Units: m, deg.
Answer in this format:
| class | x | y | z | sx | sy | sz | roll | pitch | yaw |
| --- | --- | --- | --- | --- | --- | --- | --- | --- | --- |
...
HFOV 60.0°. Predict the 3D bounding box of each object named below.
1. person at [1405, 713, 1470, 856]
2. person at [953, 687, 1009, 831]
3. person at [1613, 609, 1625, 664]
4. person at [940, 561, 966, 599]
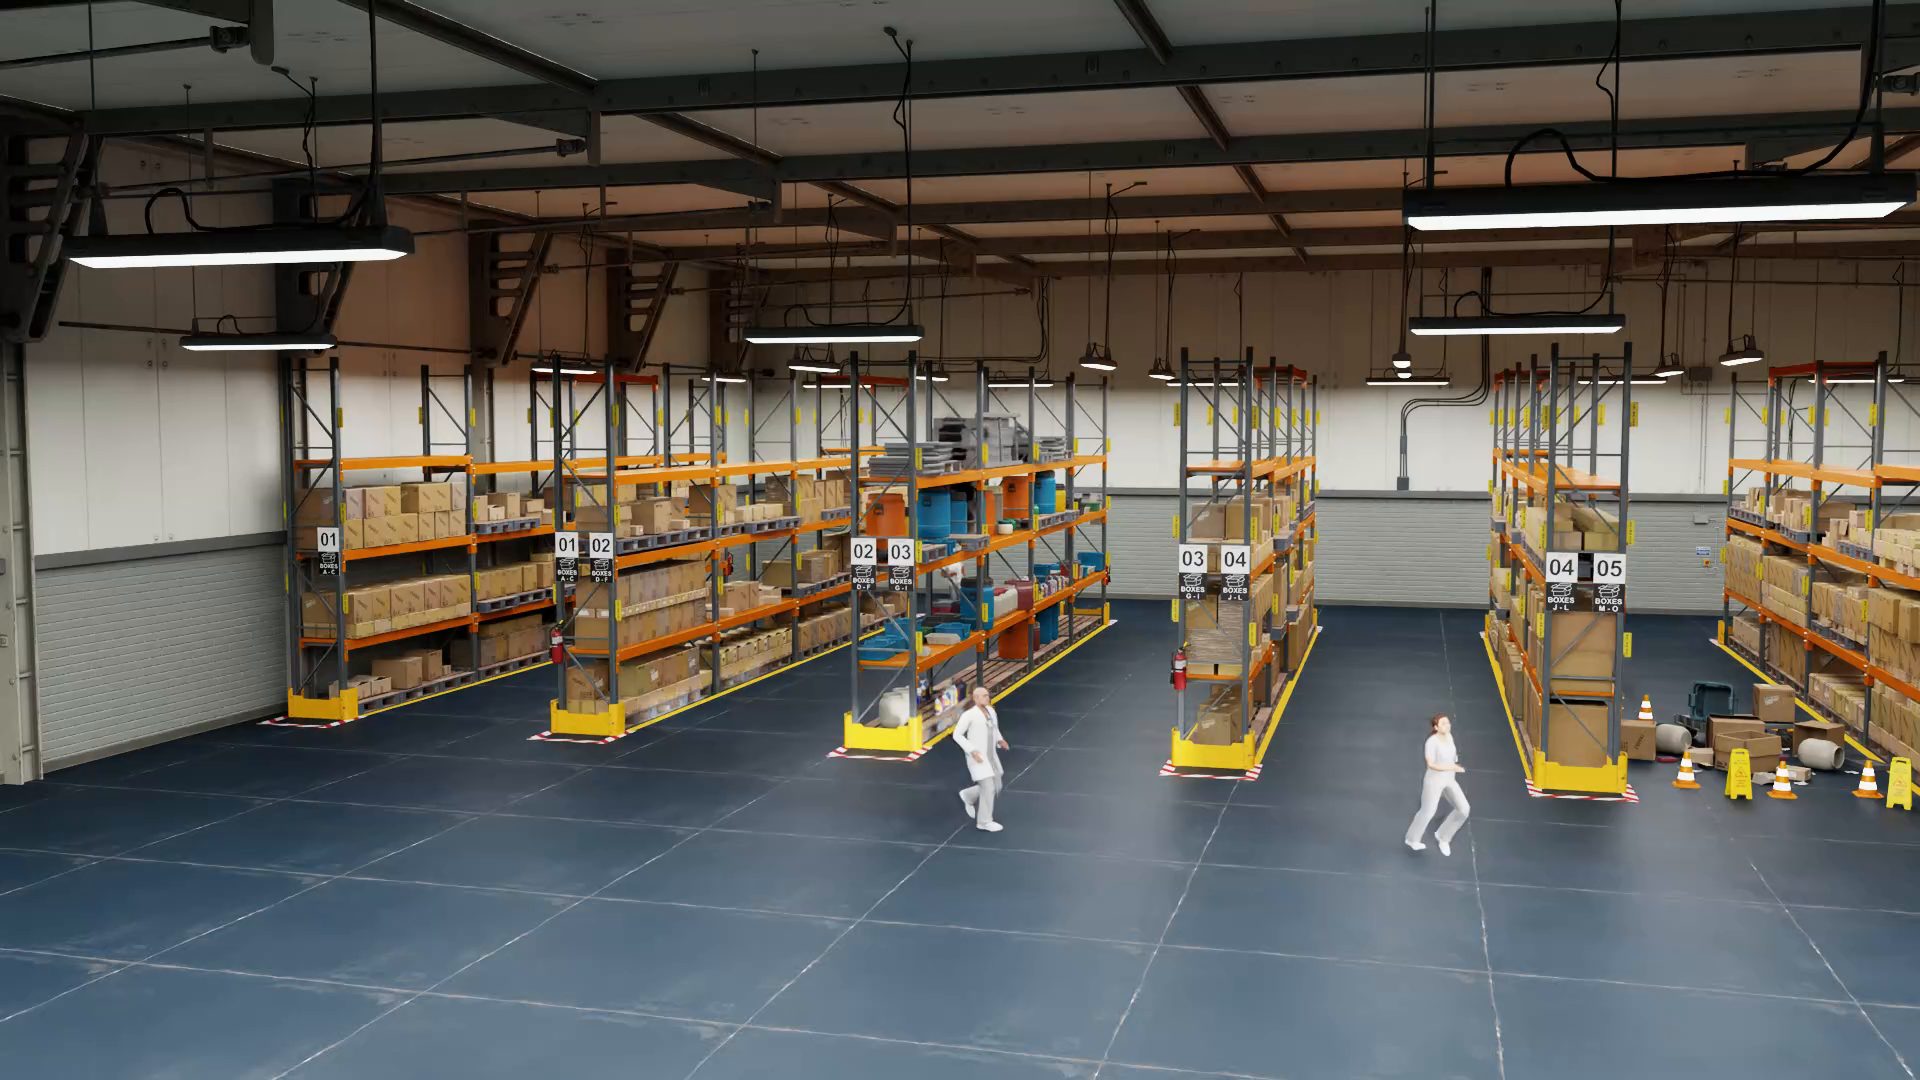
| class | x | y | z | sx | sy | sz | roll | pitch | yaw |
| --- | --- | --- | --- | --- | --- | --- | --- | --- | --- |
| person | 5.477 | 2.772 | 18.950 | 0.574 | 1.636 | 0.835 | -2 | 5 | -28 |
| person | 0.252 | 2.649 | 20.195 | 0.664 | 1.734 | 0.704 | 4 | 6 | 43 |
| person | 12.789 | 1.774 | 32.902 | 0.651 | 1.618 | 0.607 | 1 | 4 | 12 |
| person | -0.172 | 1.093 | 41.367 | 0.696 | 1.786 | 0.819 | -1 | 4 | -15 |
